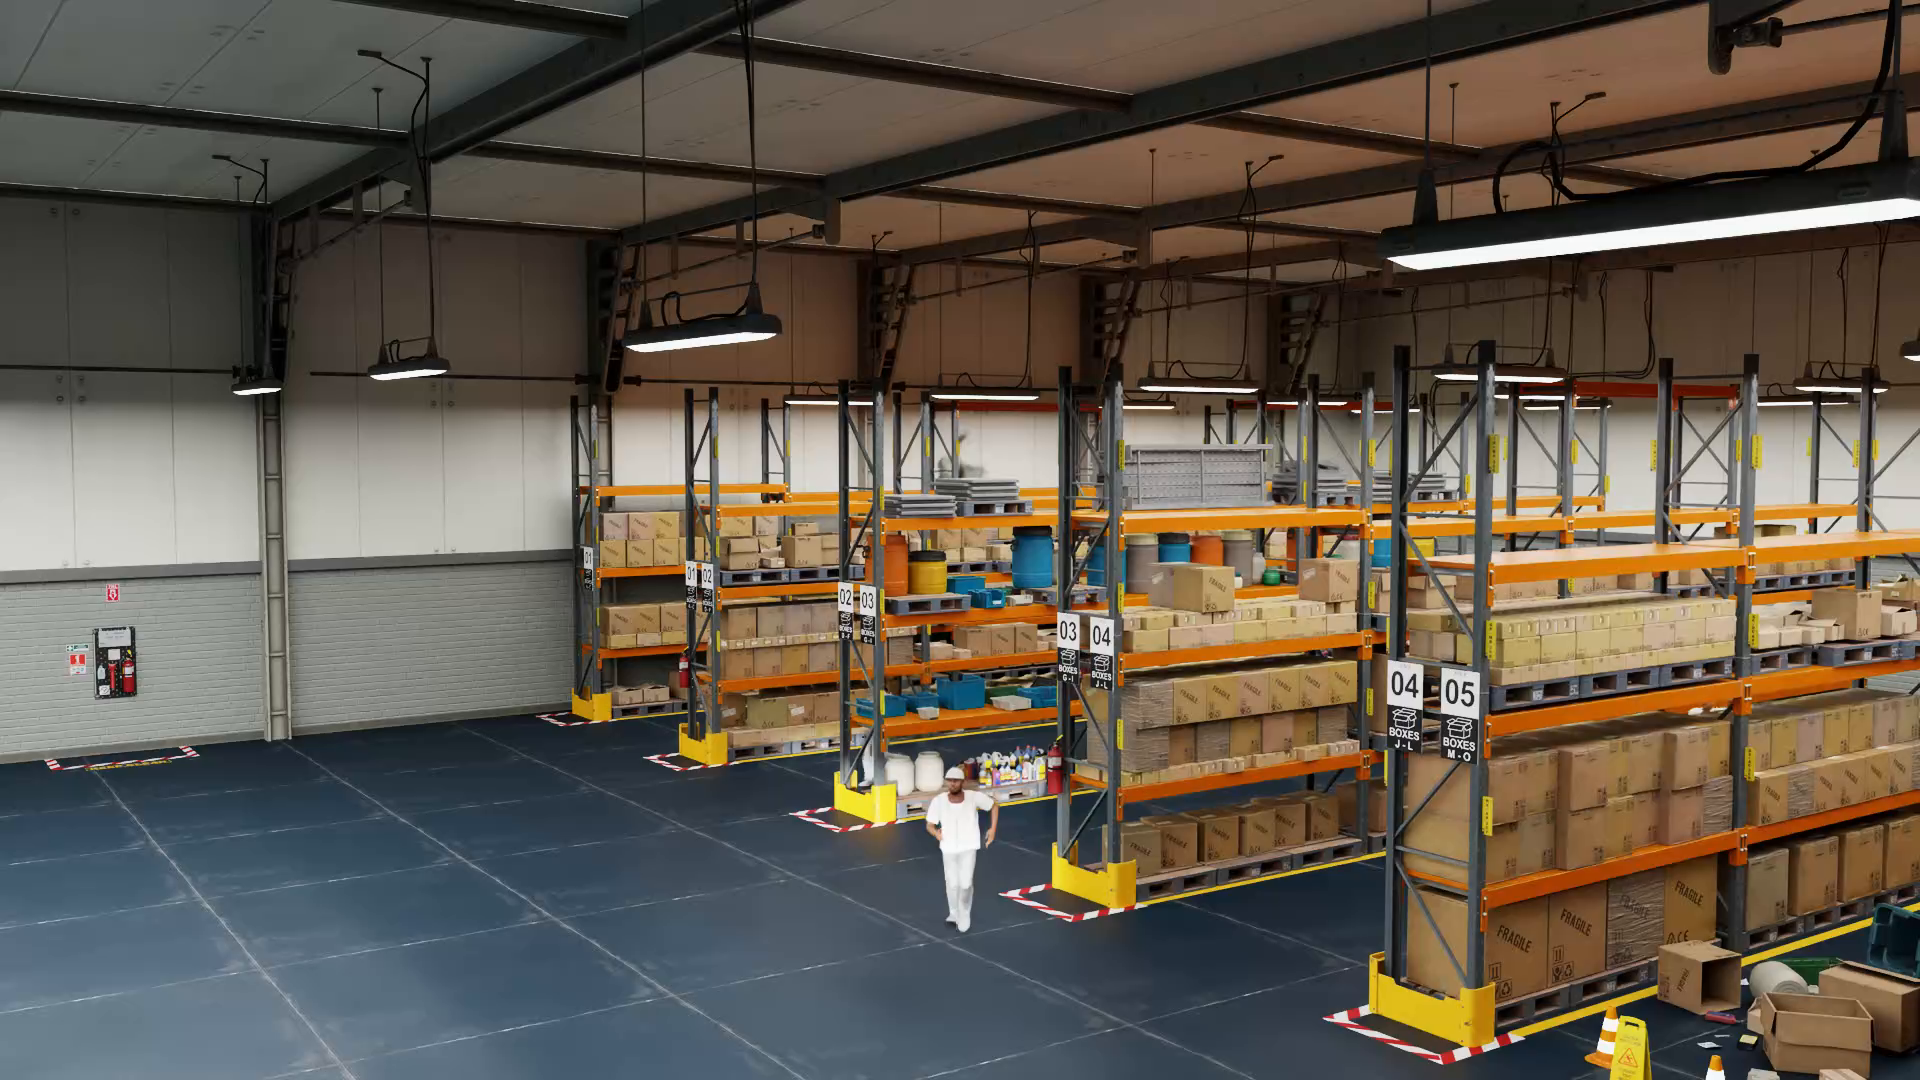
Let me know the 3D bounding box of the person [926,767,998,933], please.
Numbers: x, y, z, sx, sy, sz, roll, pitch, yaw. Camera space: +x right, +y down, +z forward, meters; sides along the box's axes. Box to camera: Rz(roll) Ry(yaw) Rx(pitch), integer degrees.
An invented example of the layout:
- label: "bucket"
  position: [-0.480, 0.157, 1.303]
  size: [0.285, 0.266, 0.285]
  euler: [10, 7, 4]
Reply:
- label: "person"
  position: [0.007, 3.231, 17.386]
  size: [0.715, 1.730, 0.842]
  euler: [1, 3, 11]

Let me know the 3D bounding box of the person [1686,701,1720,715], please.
- label: "person"
  position: [10.020, 2.904, 22.346]
  size: [1.050, 1.777, 0.708]
  euler: [-3, 5, -44]

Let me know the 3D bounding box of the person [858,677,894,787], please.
- label: "person"
  position: [-1.178, 2.843, 24.879]
  size: [0.790, 1.651, 0.579]
  euler: [-2, 4, -32]
